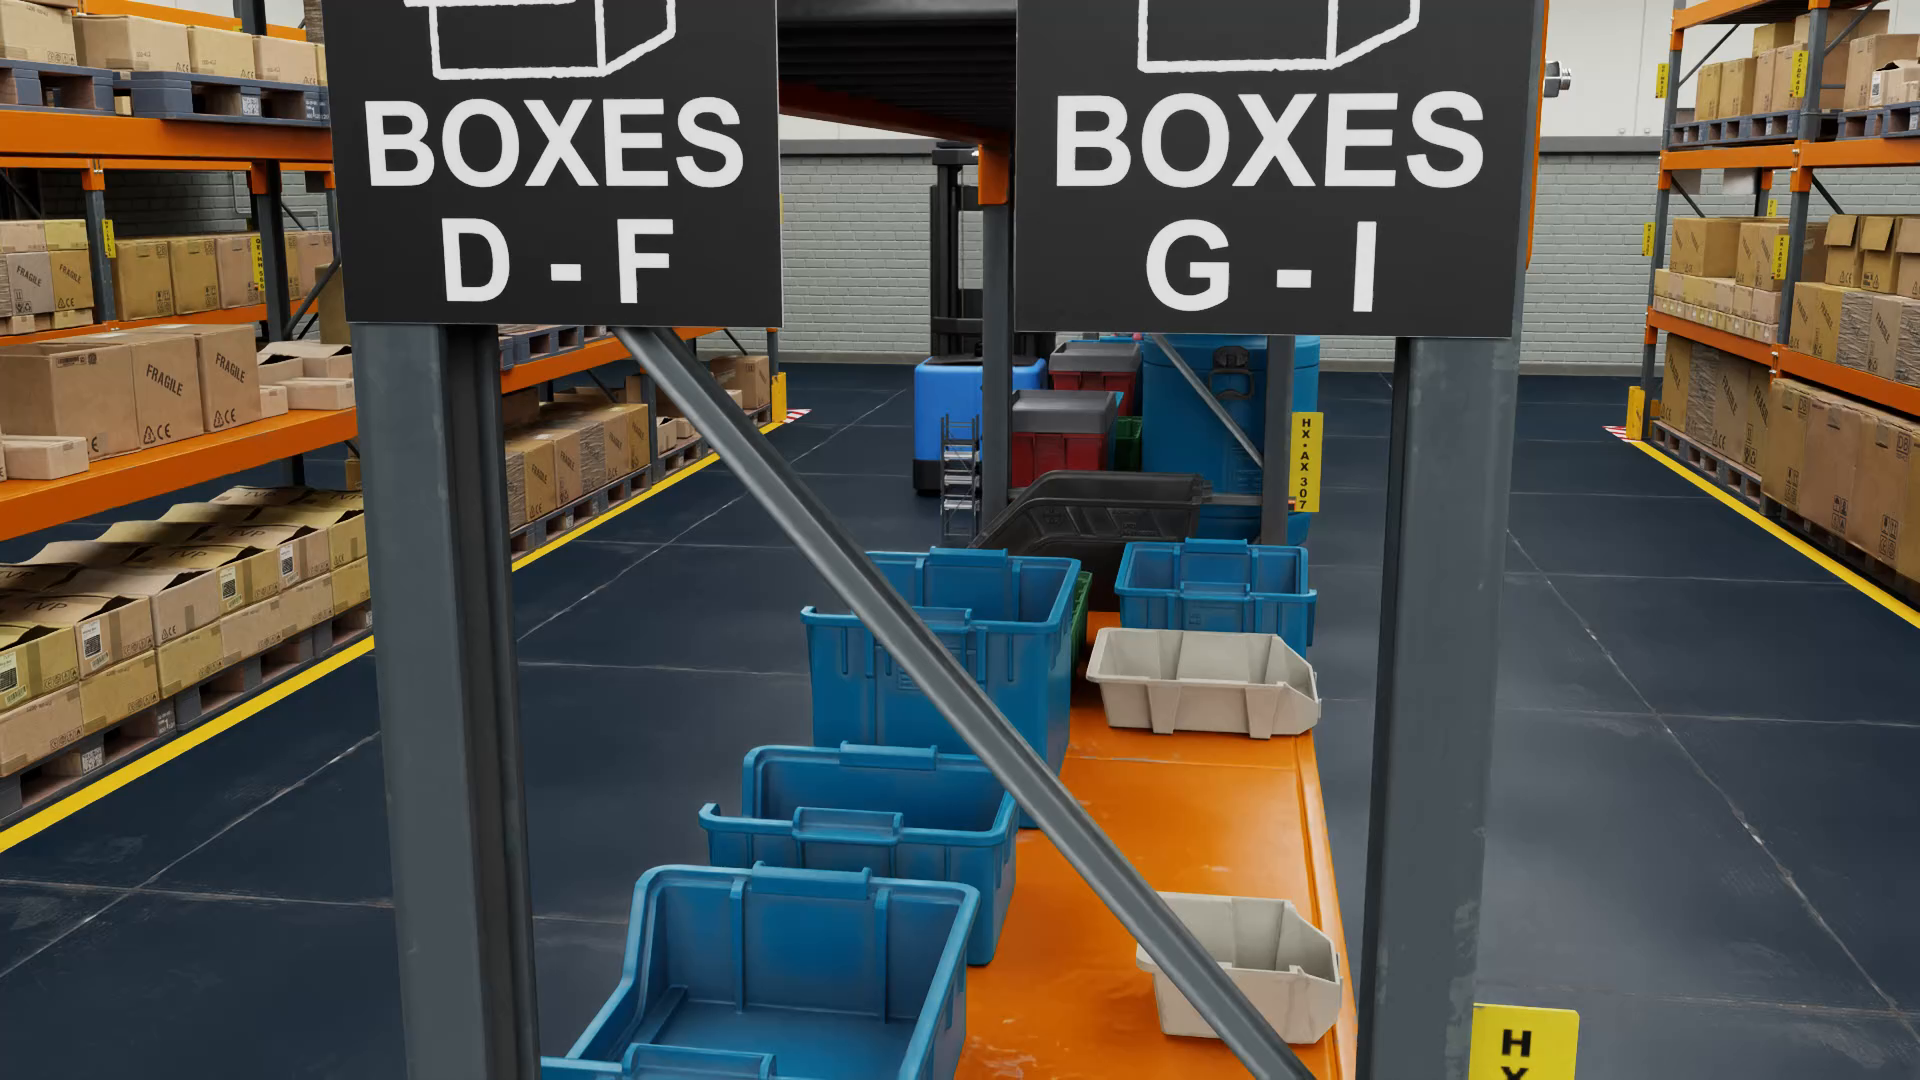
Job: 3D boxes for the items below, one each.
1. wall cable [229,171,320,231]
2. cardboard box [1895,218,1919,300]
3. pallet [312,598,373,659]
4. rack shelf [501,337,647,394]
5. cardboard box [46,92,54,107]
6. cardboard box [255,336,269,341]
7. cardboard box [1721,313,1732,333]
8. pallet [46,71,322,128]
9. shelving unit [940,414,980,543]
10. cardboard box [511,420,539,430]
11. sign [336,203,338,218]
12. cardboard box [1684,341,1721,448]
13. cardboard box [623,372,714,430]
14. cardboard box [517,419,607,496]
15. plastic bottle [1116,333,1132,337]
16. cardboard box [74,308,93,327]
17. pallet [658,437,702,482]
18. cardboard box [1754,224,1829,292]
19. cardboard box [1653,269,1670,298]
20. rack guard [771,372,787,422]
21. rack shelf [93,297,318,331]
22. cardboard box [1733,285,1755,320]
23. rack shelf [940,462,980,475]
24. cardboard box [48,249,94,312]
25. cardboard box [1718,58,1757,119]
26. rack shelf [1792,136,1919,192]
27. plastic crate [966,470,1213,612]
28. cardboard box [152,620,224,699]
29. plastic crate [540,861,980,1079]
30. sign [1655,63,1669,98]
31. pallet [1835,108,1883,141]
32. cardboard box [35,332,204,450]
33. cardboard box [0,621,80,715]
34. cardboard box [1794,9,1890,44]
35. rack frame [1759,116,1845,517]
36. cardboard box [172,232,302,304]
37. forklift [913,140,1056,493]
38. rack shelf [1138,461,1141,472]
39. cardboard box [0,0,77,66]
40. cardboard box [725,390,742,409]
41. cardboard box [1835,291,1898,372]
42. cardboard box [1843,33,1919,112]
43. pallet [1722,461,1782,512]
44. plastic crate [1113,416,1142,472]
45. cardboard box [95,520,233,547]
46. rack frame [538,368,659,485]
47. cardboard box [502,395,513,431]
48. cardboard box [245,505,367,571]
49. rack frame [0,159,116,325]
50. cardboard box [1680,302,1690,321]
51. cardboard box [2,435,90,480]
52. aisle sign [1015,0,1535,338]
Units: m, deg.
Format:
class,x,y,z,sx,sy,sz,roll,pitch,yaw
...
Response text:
class,x,y,z,sx,sy,sz,roll,pitch,yaw
wall cable,-8.105,-3.750,19.861,0.084,1.984,1.851,2,12,9
cardboard box,6.414,-1.775,10.493,0.797,0.503,0.637,2,12,10
pallet,-3.867,0.402,9.625,1.003,0.211,1.213,2,12,9
rack shelf,-3.395,-1.195,12.128,1.077,0.370,4.000,2,12,9
cardboard box,-8.109,-3.920,15.066,0.500,0.250,0.500,2,12,9
cardboard box,-7.554,-2.140,18.199,0.380,0.149,0.250,2,12,9
cardboard box,6.582,-1.807,13.855,0.380,0.149,0.250,2,12,10
pallet,-3.887,-2.128,8.075,1.003,0.211,1.213,2,12,11
shelving unit,0.001,-0.442,11.906,0.258,0.900,0.210,2,12,9
cardboard box,-3.557,-0.649,12.772,0.500,0.500,0.500,2,12,9
sign,-6.833,-3.617,18.347,0.100,0.325,0.005,2,12,9
cardboard box,7.157,-1.316,15.025,0.875,0.875,0.875,2,12,9
cardboard box,-2.803,-1.349,16.016,0.797,0.503,0.637,2,12,9
cardboard box,-3.042,-0.638,12.721,0.500,0.500,0.500,2,12,9
plastic bottle,1.074,-1.313,11.083,0.144,0.351,0.185,2,12,9
cardboard box,-7.755,-1.931,14.380,0.380,0.149,0.250,2,12,9
pallet,-2.980,-0.743,14.941,1.003,0.211,1.213,2,12,9
cardboard box,6.507,-2.185,12.881,0.500,0.500,0.500,2,12,10
cardboard box,6.976,-2.455,15.916,0.500,0.250,0.500,2,12,7
rack guard,-2.483,-1.558,18.038,1.175,0.500,0.348,2,12,9
rack shelf,-7.675,-2.188,16.733,1.077,0.370,4.000,2,12,9
cardboard box,6.587,-1.922,13.442,0.500,0.250,0.500,2,12,10
rack shelf,0.001,-0.497,11.894,0.258,0.077,0.200,2,12,9
cardboard box,-7.804,-2.223,14.197,0.500,0.500,0.500,2,12,8
cardboard box,7.052,-3.911,14.431,0.700,0.500,0.500,1,12,5
rack shelf,6.393,-2.340,10.319,1.077,0.370,4.000,2,12,9
plastic crate,0.370,-0.002,5.028,0.767,0.338,0.504,2,12,9
cardboard box,-3.854,0.551,7.849,0.500,0.250,0.500,1,12,7
plastic crate,-0.257,0.655,2.189,0.499,0.251,0.616,2,12,9
sign,6.769,-4.426,16.027,0.100,0.325,0.005,2,12,9
pallet,6.609,-2.822,11.302,0.805,0.209,1.217,1,12,6
cardboard box,-4.025,-0.720,7.978,0.500,0.500,0.500,2,12,9
cardboard box,-4.008,0.489,6.805,0.500,0.311,0.500,2,12,9
cardboard box,6.852,-3.973,12.938,0.500,0.250,0.500,1,12,5
rack frame,6.701,-1.642,12.491,1.000,3.000,0.127,2,12,9
cardboard box,-7.537,-2.844,17.359,0.980,0.700,0.700,2,12,8
forklift,0.315,-2.081,14.694,1.130,2.935,3.031,2,12,7
rack shelf,0.884,-0.201,7.516,1.077,0.370,4.000,2,12,9
cardboard box,-4.131,-2.139,7.037,0.500,0.250,0.500,1,12,3
cardboard box,-2.488,-1.349,16.616,0.500,0.250,0.500,2,12,9
cardboard box,6.229,-1.394,11.105,0.500,0.500,0.500,2,12,7
cardboard box,6.622,-3.241,11.558,0.700,0.500,0.500,2,12,10
pallet,6.895,-0.434,13.507,1.003,0.211,1.213,2,12,9
plastic crate,0.565,-0.405,7.255,0.450,0.188,0.662,2,12,9
cardboard box,-4.226,0.049,8.844,0.500,0.311,0.500,2,12,7
rack frame,-3.087,-1.963,13.984,1.000,3.000,0.127,2,12,9
cardboard box,-3.633,-0.918,12.241,0.500,0.250,0.500,2,12,8
cardboard box,-3.613,-0.041,9.261,0.500,0.311,0.500,2,12,8
rack frame,-7.982,-2.123,14.725,1.000,3.000,0.127,2,12,9
cardboard box,6.779,-2.074,15.095,0.380,0.149,0.250,2,12,8
cardboard box,-3.979,-0.353,7.108,0.380,0.149,0.250,2,12,9
aisle sign,0.240,-0.551,1.257,0.394,0.787,0.004,2,12,9
